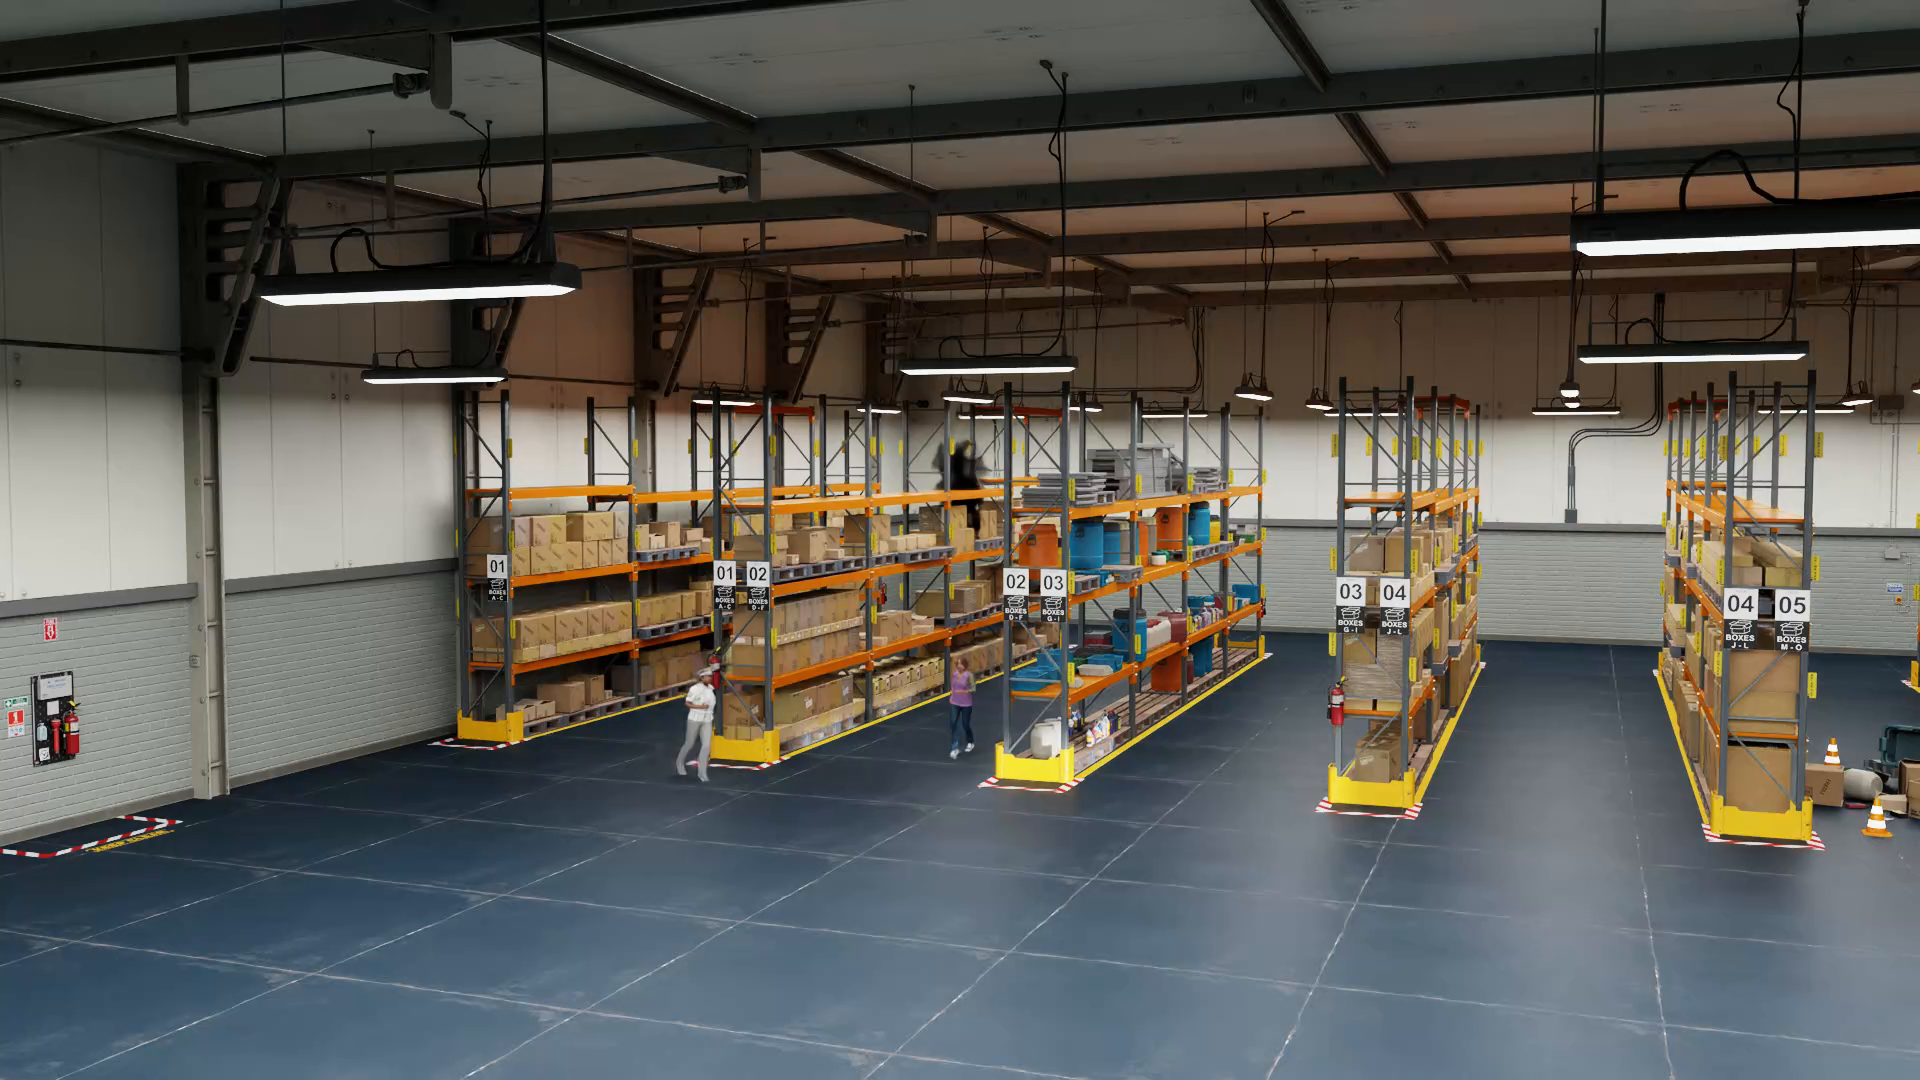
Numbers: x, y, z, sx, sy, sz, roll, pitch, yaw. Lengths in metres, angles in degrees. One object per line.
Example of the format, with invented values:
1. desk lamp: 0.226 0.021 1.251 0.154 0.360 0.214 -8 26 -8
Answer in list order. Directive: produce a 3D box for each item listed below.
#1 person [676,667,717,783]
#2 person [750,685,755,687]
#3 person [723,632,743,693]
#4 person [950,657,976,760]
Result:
1. person: -3.918 2.769 25.246 0.590 1.702 0.879 -2 4 -36
2. person: -3.874 2.397 31.563 0.724 1.848 0.757 1 3 16
3. person: -4.046 2.497 29.837 0.569 1.686 0.884 0 3 9
4. person: 0.035 2.711 26.999 0.521 1.640 0.704 1 3 22
